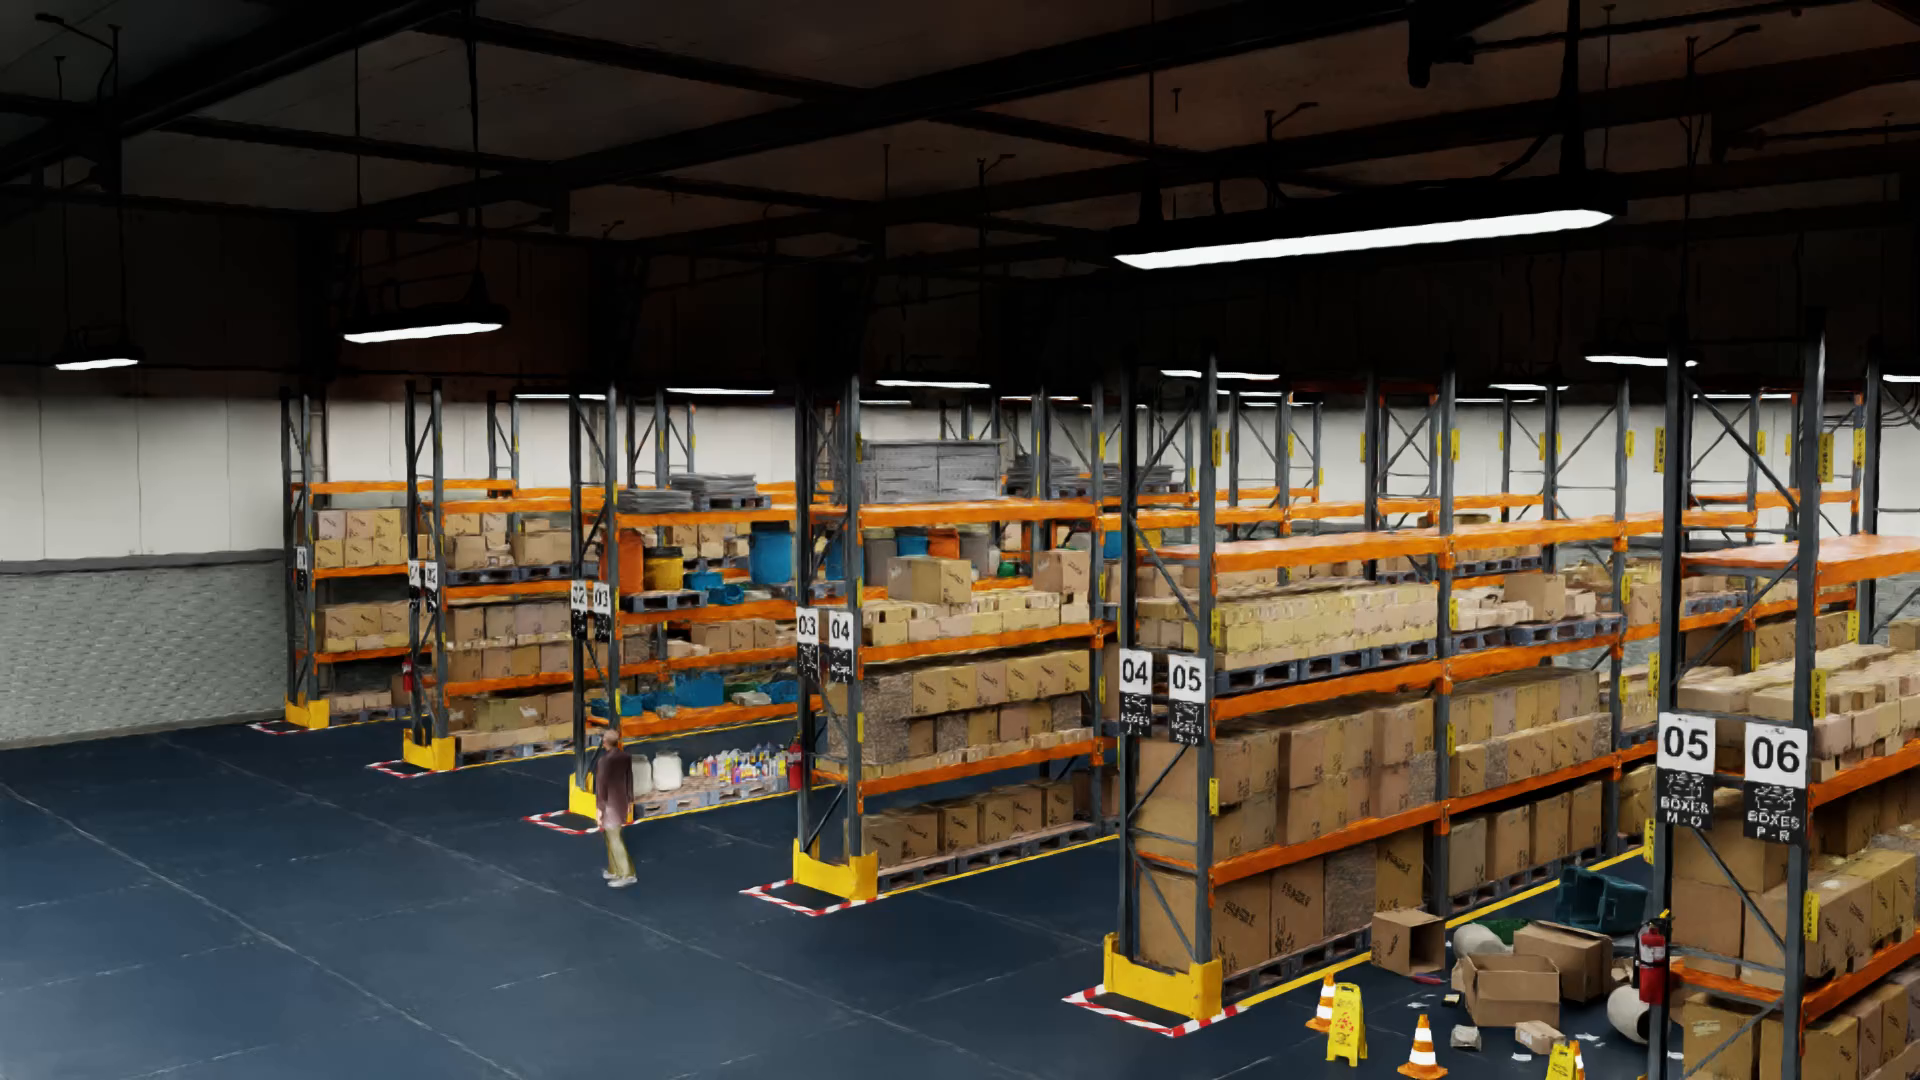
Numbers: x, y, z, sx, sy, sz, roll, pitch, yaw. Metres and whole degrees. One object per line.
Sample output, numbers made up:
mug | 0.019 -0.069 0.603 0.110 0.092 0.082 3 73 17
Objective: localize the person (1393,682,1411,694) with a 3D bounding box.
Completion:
person | 6.402 2.764 23.959 0.550 1.709 1.124 4 5 44

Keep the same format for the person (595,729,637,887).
person | -3.954 3.058 19.137 0.580 1.762 0.688 1 4 21

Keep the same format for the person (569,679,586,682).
person | -7.183 2.312 31.307 0.433 1.684 0.553 1 4 19
